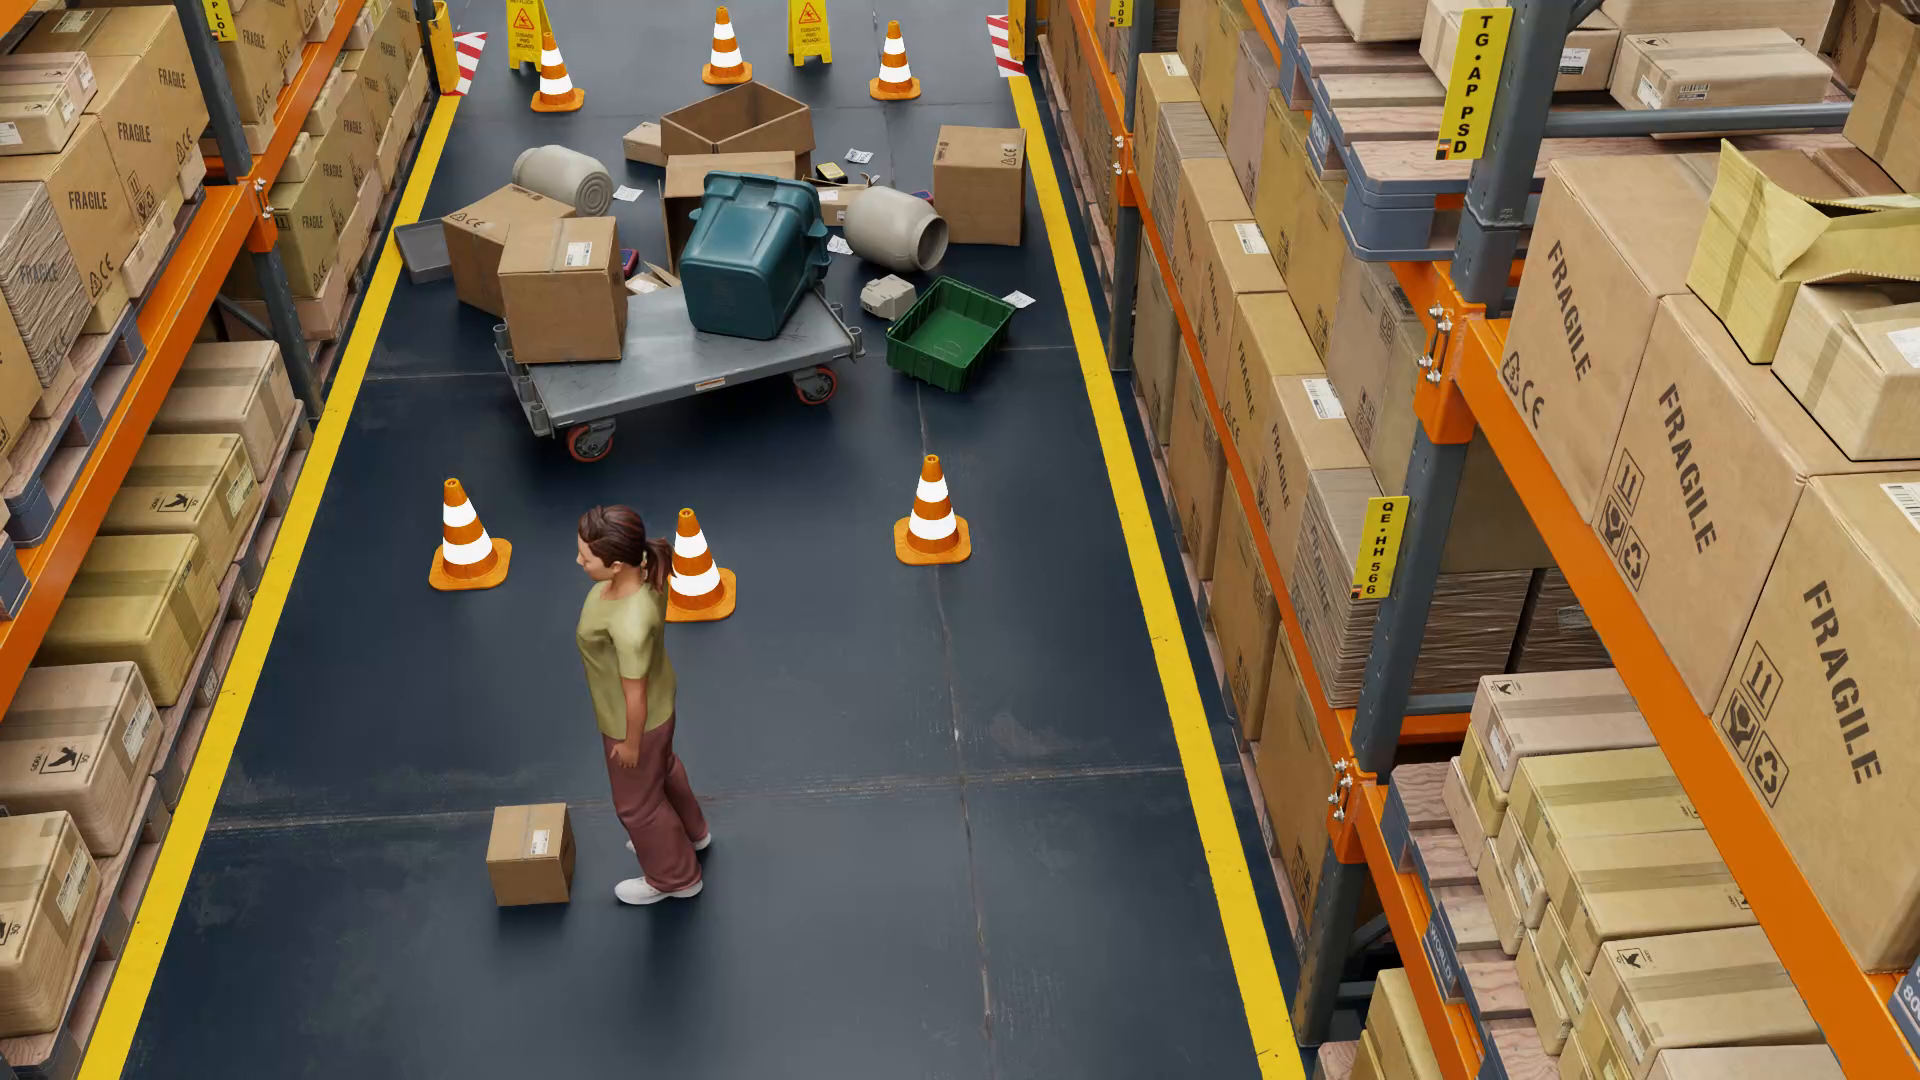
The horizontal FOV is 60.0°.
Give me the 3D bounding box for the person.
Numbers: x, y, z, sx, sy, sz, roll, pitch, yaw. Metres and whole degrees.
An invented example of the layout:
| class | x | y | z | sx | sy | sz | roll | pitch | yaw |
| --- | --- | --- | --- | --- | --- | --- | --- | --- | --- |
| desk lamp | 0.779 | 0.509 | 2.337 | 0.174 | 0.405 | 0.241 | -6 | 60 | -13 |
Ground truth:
| class | x | y | z | sx | sy | sz | roll | pitch | yaw |
| --- | --- | --- | --- | --- | --- | --- | --- | --- | --- |
| person | -1.049 | 0.561 | 5.485 | 0.365 | 1.684 | 0.442 | -2 | 39 | -3 |
